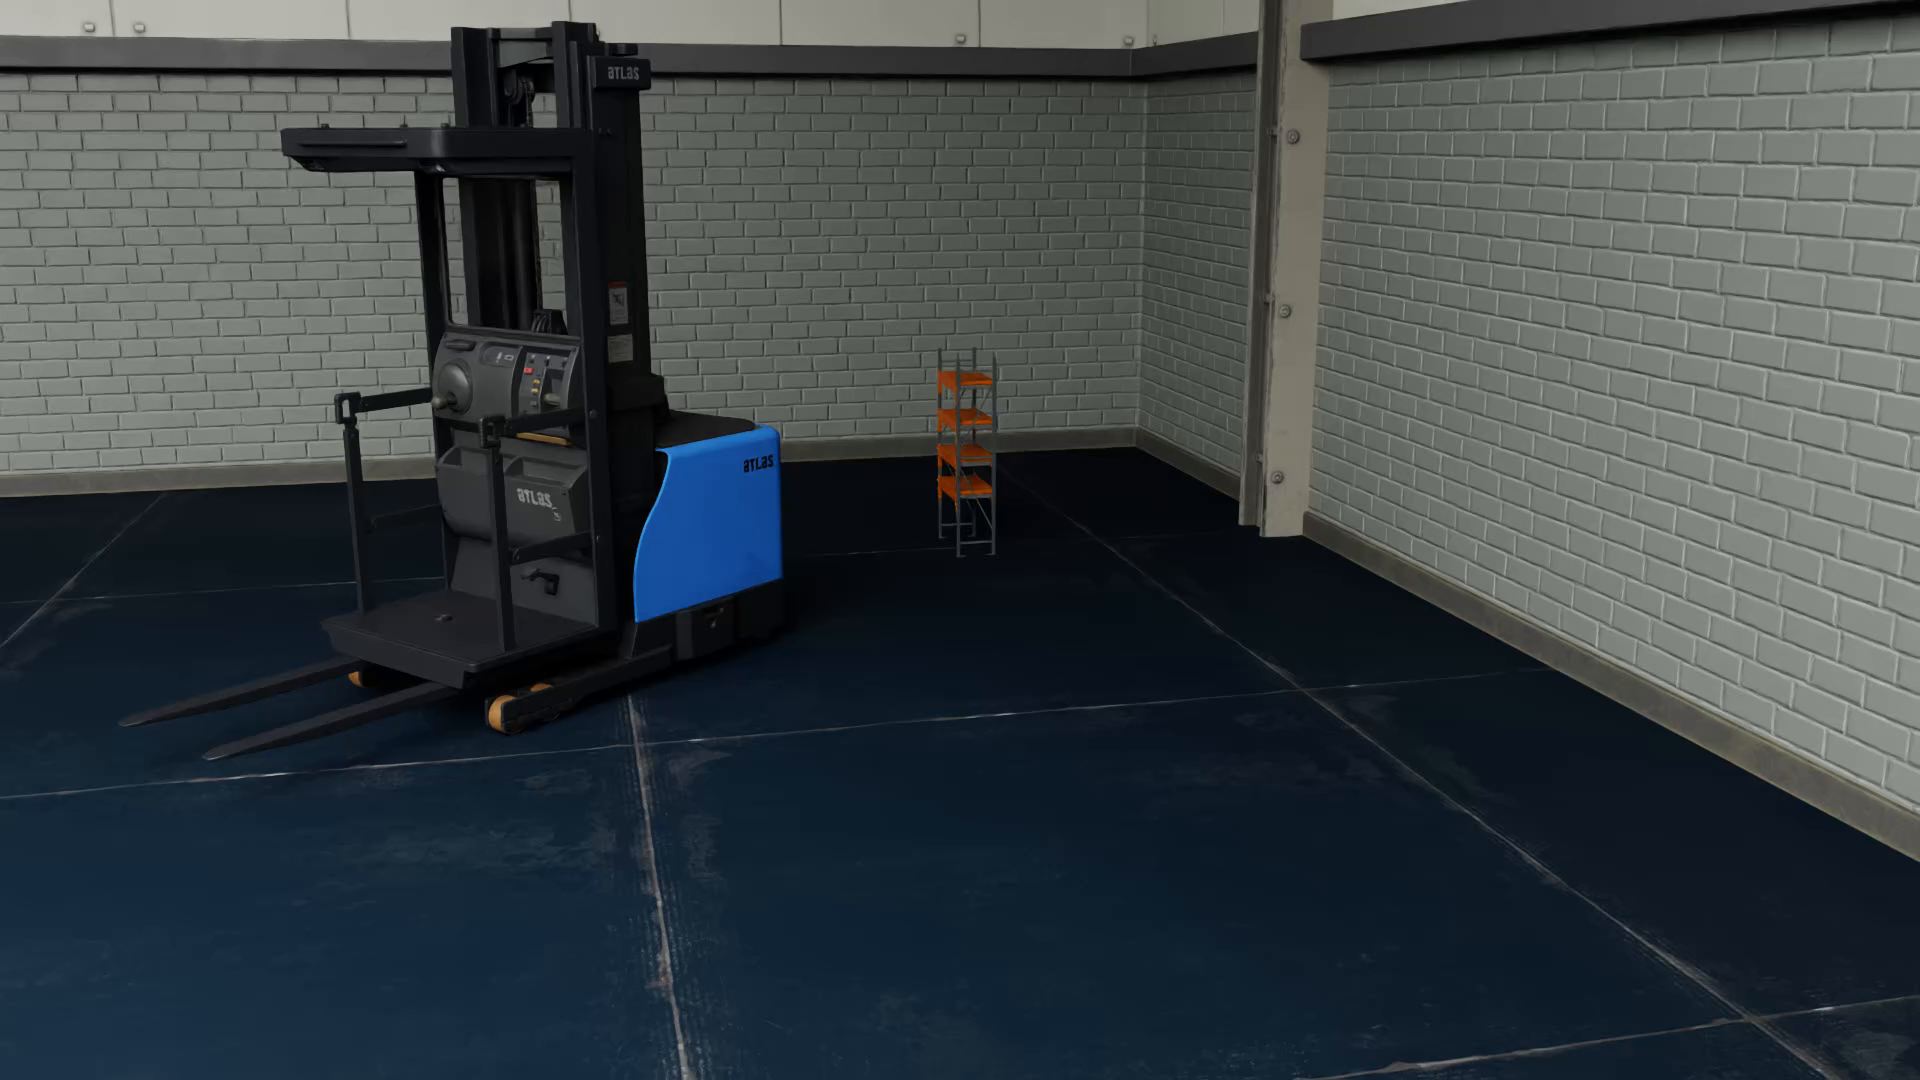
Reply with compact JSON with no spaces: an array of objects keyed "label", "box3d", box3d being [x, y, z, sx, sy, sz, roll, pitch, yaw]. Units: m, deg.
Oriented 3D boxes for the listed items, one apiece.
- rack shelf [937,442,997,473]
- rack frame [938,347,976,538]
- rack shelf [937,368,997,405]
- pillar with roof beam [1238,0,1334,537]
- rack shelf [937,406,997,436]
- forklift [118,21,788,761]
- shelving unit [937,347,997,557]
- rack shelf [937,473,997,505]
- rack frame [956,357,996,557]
[{"label":"rack shelf","box3d":[0.039,-0.479,10.144,0.258,0.148,0.480,-3,14,-13]},{"label":"rack frame","box3d":[-0.018,-0.601,10.359,0.240,1.200,0.015,-3,14,-13]},{"label":"rack shelf","box3d":[0.039,-0.926,10.035,0.258,0.148,0.480,-3,14,-13]},{"label":"pillar with roof beam","box3d":[-2.171,-4.202,8.668,9.100,9.000,0.400,-3,14,-13]},{"label":"rack shelf","box3d":[0.039,-0.697,10.091,0.258,0.148,0.480,-3,14,-13]},{"label":"forklift","box3d":[-2.150,-0.730,7.237,1.130,2.935,3.031,10,17,35]},{"label":"shelving unit","box3d":[0.039,-0.545,10.128,0.258,1.200,0.503,-3,14,-13]},{"label":"rack shelf","box3d":[0.039,-0.286,10.191,0.258,0.148,0.480,-3,14,-13]},{"label":"rack frame","box3d":[0.096,-0.488,9.898,0.240,1.200,0.015,-3,14,-13]}]
